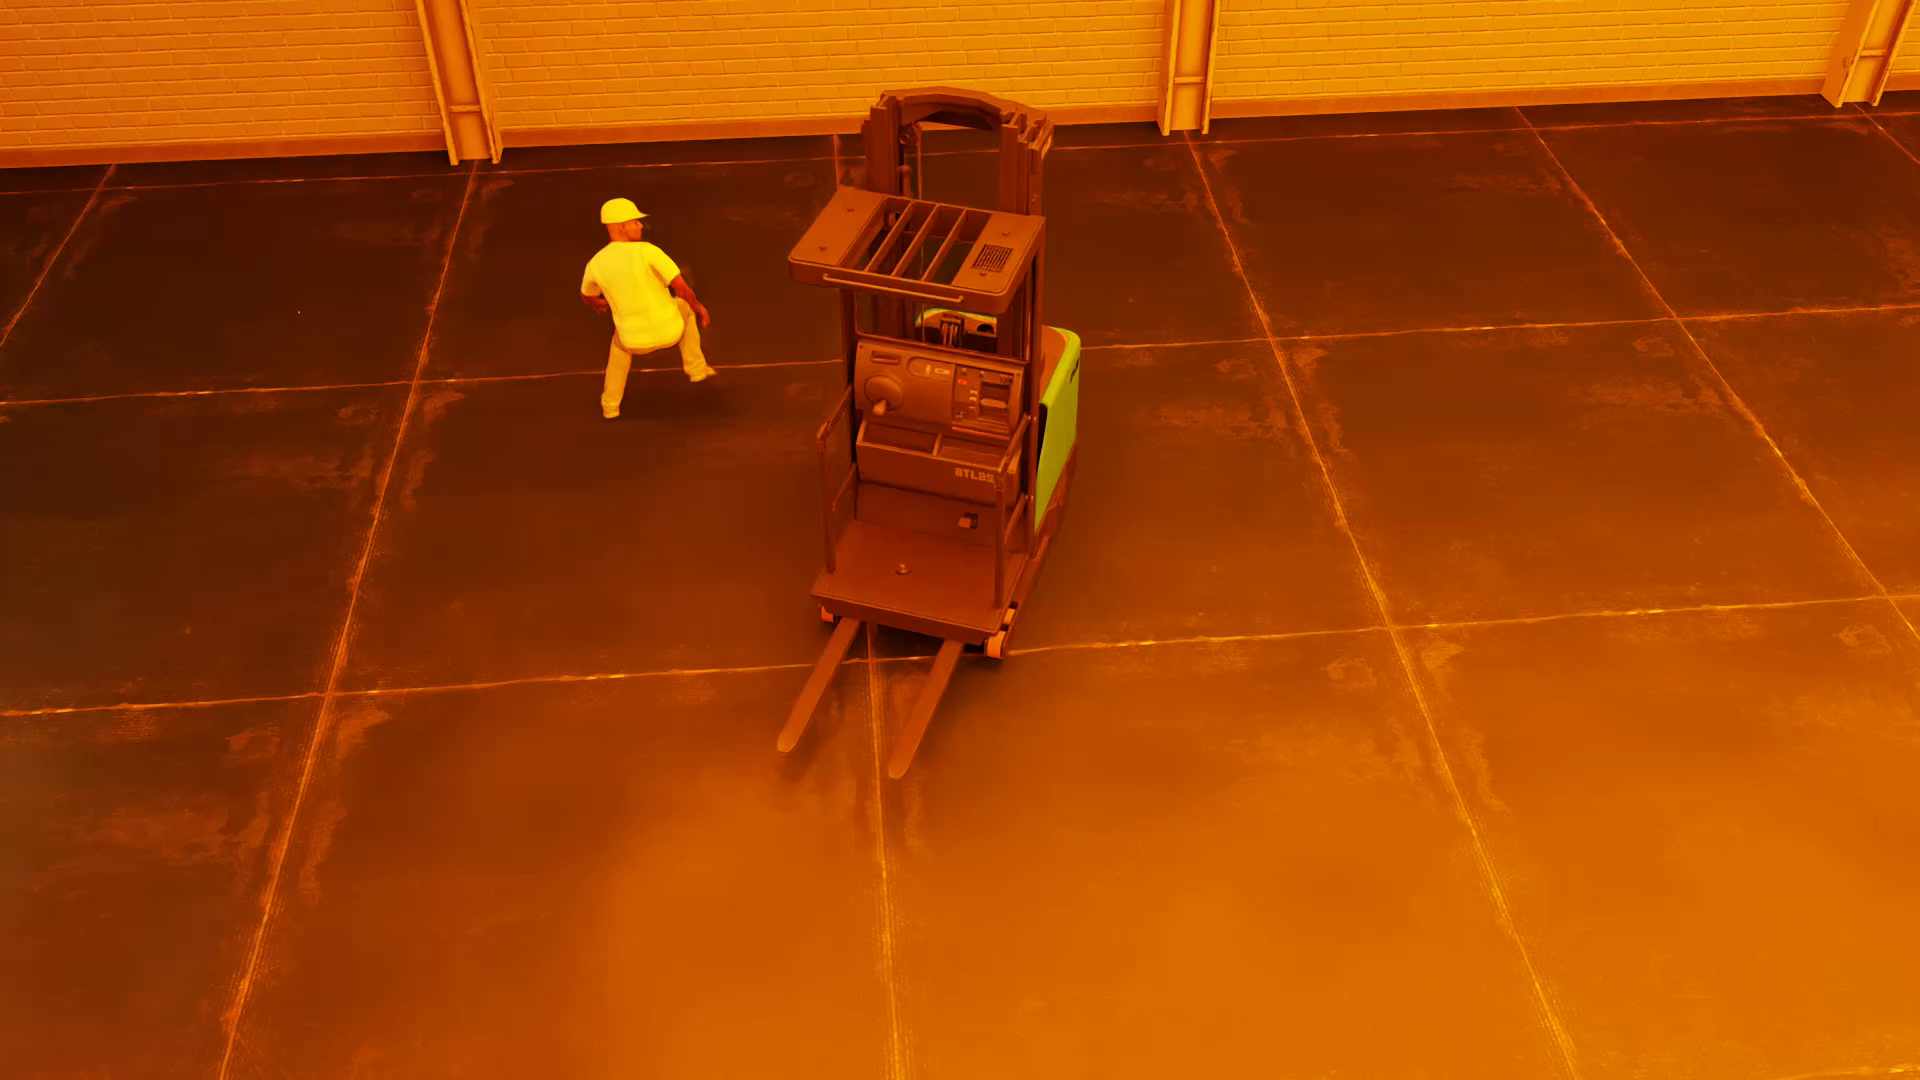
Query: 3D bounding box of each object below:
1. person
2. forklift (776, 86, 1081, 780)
[{"bbox_3d":[-2.038,-1.505,10.834,0.835,1.523,0.682,0,41,0],"label":"person"},{"bbox_3d":[-0.181,-0.735,8.797,1.130,2.935,3.031,11,42,13],"label":"forklift"}]
